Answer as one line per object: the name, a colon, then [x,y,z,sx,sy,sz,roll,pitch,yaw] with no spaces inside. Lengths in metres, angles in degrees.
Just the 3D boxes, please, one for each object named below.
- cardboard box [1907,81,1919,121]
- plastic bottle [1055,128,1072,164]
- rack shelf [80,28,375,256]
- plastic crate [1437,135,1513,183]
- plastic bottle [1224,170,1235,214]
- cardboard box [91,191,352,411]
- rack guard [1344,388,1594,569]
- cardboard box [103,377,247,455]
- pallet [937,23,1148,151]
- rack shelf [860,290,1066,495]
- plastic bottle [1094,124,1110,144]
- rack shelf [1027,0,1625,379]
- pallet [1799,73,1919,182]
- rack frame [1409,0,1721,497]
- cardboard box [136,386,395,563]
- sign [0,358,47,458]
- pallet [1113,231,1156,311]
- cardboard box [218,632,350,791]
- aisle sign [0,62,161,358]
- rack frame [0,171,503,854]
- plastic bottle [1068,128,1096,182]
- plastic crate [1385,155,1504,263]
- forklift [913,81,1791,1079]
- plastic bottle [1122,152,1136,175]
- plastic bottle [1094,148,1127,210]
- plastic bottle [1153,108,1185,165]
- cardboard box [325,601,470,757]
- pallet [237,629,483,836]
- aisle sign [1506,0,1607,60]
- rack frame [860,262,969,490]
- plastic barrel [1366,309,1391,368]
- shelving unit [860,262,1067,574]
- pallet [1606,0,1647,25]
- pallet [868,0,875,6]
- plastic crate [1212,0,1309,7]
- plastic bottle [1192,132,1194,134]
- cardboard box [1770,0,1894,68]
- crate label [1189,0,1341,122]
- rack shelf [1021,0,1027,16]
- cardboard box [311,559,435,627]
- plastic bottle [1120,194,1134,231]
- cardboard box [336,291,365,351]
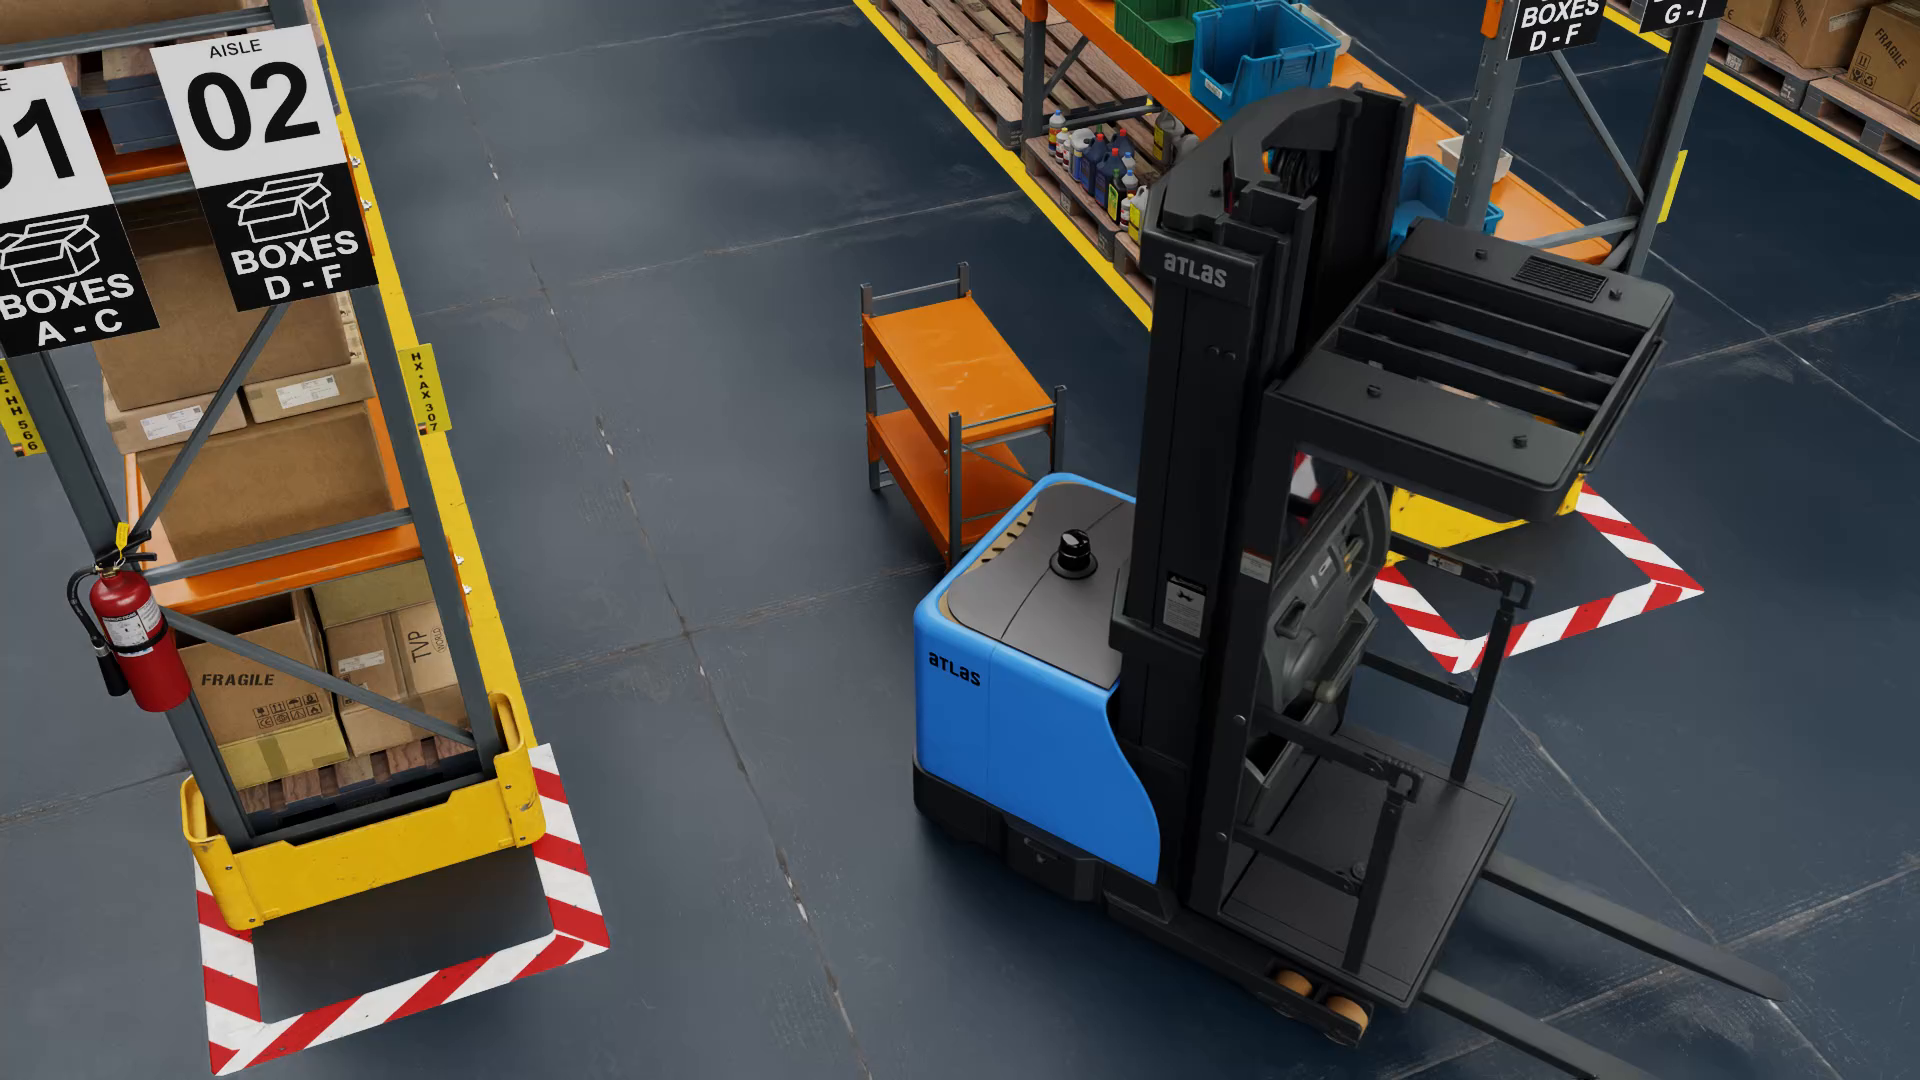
cardboard box: [6.266,-2.768,10.182,0.500,0.500,0.500,-11,42,-13]
plastic bottle: [0.621,-2.360,9.921,0.097,0.201,0.097,0,41,0]
rack shelf: [-2.947,-2.043,5.995,1.077,0.370,4.000,-15,43,-17]
plastic crate: [2.351,-1.726,7.578,0.298,0.136,0.250,-15,43,-17]
plastic bottle: [1.535,-2.001,9.441,0.061,0.283,0.133,-15,43,-17]
cardboard box: [-2.369,-0.819,5.249,0.700,0.500,0.500,-15,43,-17]
rack guard: [2.323,-0.293,7.626,1.175,0.500,0.348,-15,43,-17]
cardboard box: [-2.504,-0.440,5.305,0.380,0.149,0.250,-16,43,-18]
pallet: [0.529,-3.023,11.022,1.003,0.211,1.213,-15,43,-17]
rack shelf: [-0.003,-0.652,7.116,0.538,0.278,1.000,-15,43,-17]
plastic bottle: [0.829,-2.291,9.778,0.061,0.283,0.133,-15,43,-17]
rack shelf: [1.631,-2.139,8.407,1.077,0.370,4.000,-15,43,-17]
pallet: [6.202,-2.663,10.603,1.003,0.211,1.213,-15,43,-17]
rack frame: [2.396,-1.207,6.771,1.000,3.000,0.127,-15,43,-17]
cardboard box: [-2.349,-0.296,5.635,0.700,0.500,0.500,-15,43,-17]
sign: [-2.689,-0.375,4.735,0.100,0.325,0.005,-15,43,-17]
pallet: [1.554,-1.408,9.144,1.003,0.211,1.213,-15,43,-17]
cardboard box: [-2.660,0.661,6.387,0.500,0.250,0.500,-15,43,-17]
aisle sign: [-2.428,-0.846,4.358,0.394,0.787,0.004,-15,43,-17]
rack frame: [-2.182,0.027,5.337,1.000,3.000,0.127,-15,43,-17]
plastic bottle: [0.731,-2.261,9.749,0.152,0.276,0.135,-14,43,-15]
plastic crate: [1.928,-1.377,7.084,0.499,0.251,0.616,-15,43,-17]
forklift: [1.337,0.208,5.179,3.031,2.935,1.130,23,46,24]
plastic bottle: [0.958,-2.102,9.567,0.097,0.271,0.097,0,41,0]
plastic bottle: [0.863,-2.075,9.476,0.144,0.351,0.185,-17,43,-19]
plastic bottle: [1.245,-2.427,9.884,0.144,0.351,0.185,-15,43,-17]
cardboard box: [-2.182,0.531,6.537,0.500,0.250,0.500,-15,43,-17]
pallet: [-2.513,0.634,6.770,1.003,0.211,1.213,-15,43,-17]
aisle sign: [2.149,-2.075,5.787,0.394,0.787,0.004,-15,43,-17]
rack frame: [-0.197,-0.737,7.663,0.500,1.125,0.032,-15,43,-17]
plastic barrel: [2.073,-0.800,7.885,0.421,0.512,0.421,0,41,0]
shelving unit: [-0.003,-0.431,7.307,0.538,1.125,1.048,-15,43,-17]
pallet: [5.142,-4.263,12.465,1.003,0.211,1.213,-15,43,-17]
pallet: [-0.405,-4.492,12.731,1.003,0.211,1.213,-15,43,-17]
plastic crate: [1.540,-2.961,8.926,0.499,0.251,0.616,-15,43,-17]
plastic bottle: [1.451,-2.347,9.792,0.144,0.351,0.185,-17,44,-19]
cardboard box: [5.784,-3.469,10.998,0.500,0.500,0.500,-3,41,-3]
crate label: [1.442,-2.262,7.971,0.502,0.435,0.616,-15,43,-17]
rack shelf: [0.100,-4.548,11.209,1.077,0.370,4.000,-15,43,-17]
cardboard box: [-2.375,-0.054,6.642,0.500,0.500,0.500,-15,43,-17]
plastic bottle: [0.950,-1.842,9.319,0.097,0.201,0.097,0,41,0]
cardboard box: [-2.237,-0.706,5.615,0.380,0.149,0.250,-16,43,-18]
